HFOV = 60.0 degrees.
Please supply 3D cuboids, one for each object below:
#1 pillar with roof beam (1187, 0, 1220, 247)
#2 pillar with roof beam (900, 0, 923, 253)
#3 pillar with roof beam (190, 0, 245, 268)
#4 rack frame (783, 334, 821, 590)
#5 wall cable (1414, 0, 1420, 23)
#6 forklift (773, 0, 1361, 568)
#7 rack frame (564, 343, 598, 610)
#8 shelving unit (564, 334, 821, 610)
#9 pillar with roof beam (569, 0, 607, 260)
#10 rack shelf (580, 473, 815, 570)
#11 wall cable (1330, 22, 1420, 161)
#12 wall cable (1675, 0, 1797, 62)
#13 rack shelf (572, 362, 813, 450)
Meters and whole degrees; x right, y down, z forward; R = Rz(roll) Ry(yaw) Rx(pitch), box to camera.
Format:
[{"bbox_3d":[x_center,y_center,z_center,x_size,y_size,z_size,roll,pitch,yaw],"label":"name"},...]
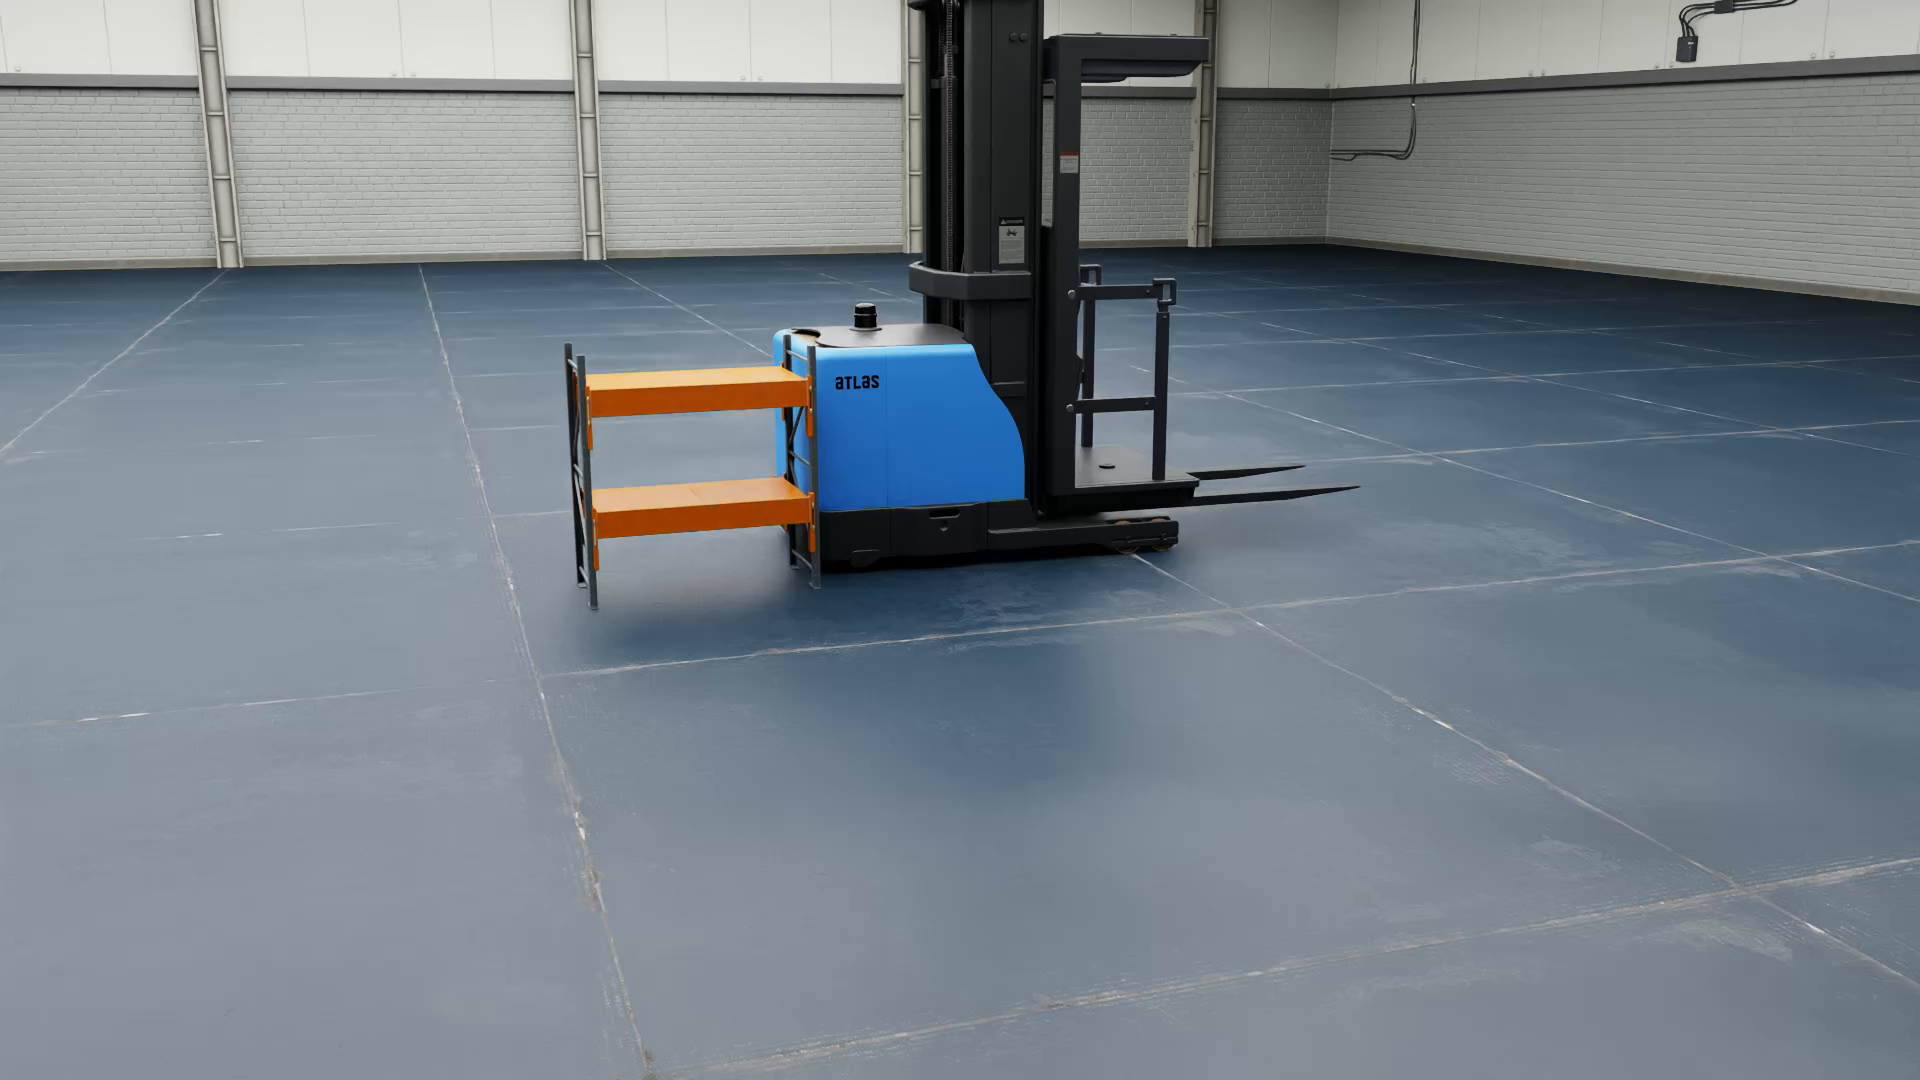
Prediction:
[{"bbox_3d":[6.196,-9.347,28.491,0.400,9.000,9.100,-4,14,-18],"label":"pillar with roof beam"},{"bbox_3d":[0.510,-8.904,26.630,0.400,9.000,9.100,-4,14,-18],"label":"pillar with roof beam"},{"bbox_3d":[-10.864,-8.018,22.906,0.400,9.000,9.100,-4,14,-18],"label":"pillar with roof beam"},{"bbox_3d":[-0.742,-0.373,7.781,0.032,1.125,0.500,-5,14,-19],"label":"rack frame"},{"bbox_3d":[8.900,-10.571,29.436,0.112,2.526,3.097,-4,14,-18],"label":"wall cable"},{"bbox_3d":[0.599,-1.468,8.482,3.031,2.935,1.130,-4,14,-17],"label":"forklift"},{"bbox_3d":[-1.699,-0.294,7.448,0.032,1.125,0.500,-5,14,-19],"label":"rack frame"},{"bbox_3d":[-1.220,-0.334,7.615,1.048,1.125,0.538,-5,14,-19],"label":"shelving unit"},{"bbox_3d":[-5.177,-8.461,24.768,0.400,9.000,9.100,-4,14,-18],"label":"pillar with roof beam"},{"bbox_3d":[-1.220,-0.096,7.671,1.000,0.278,0.538,-5,14,-19],"label":"rack shelf"},{"bbox_3d":[8.037,-8.708,32.515,0.112,2.526,3.097,-4,14,-18],"label":"wall cable"},{"bbox_3d":[11.050,-9.790,23.004,0.169,6.003,2.305,-4,14,-18],"label":"wall cable"},{"bbox_3d":[-1.220,-0.618,7.547,1.000,0.278,0.538,-5,14,-19],"label":"rack shelf"}]
